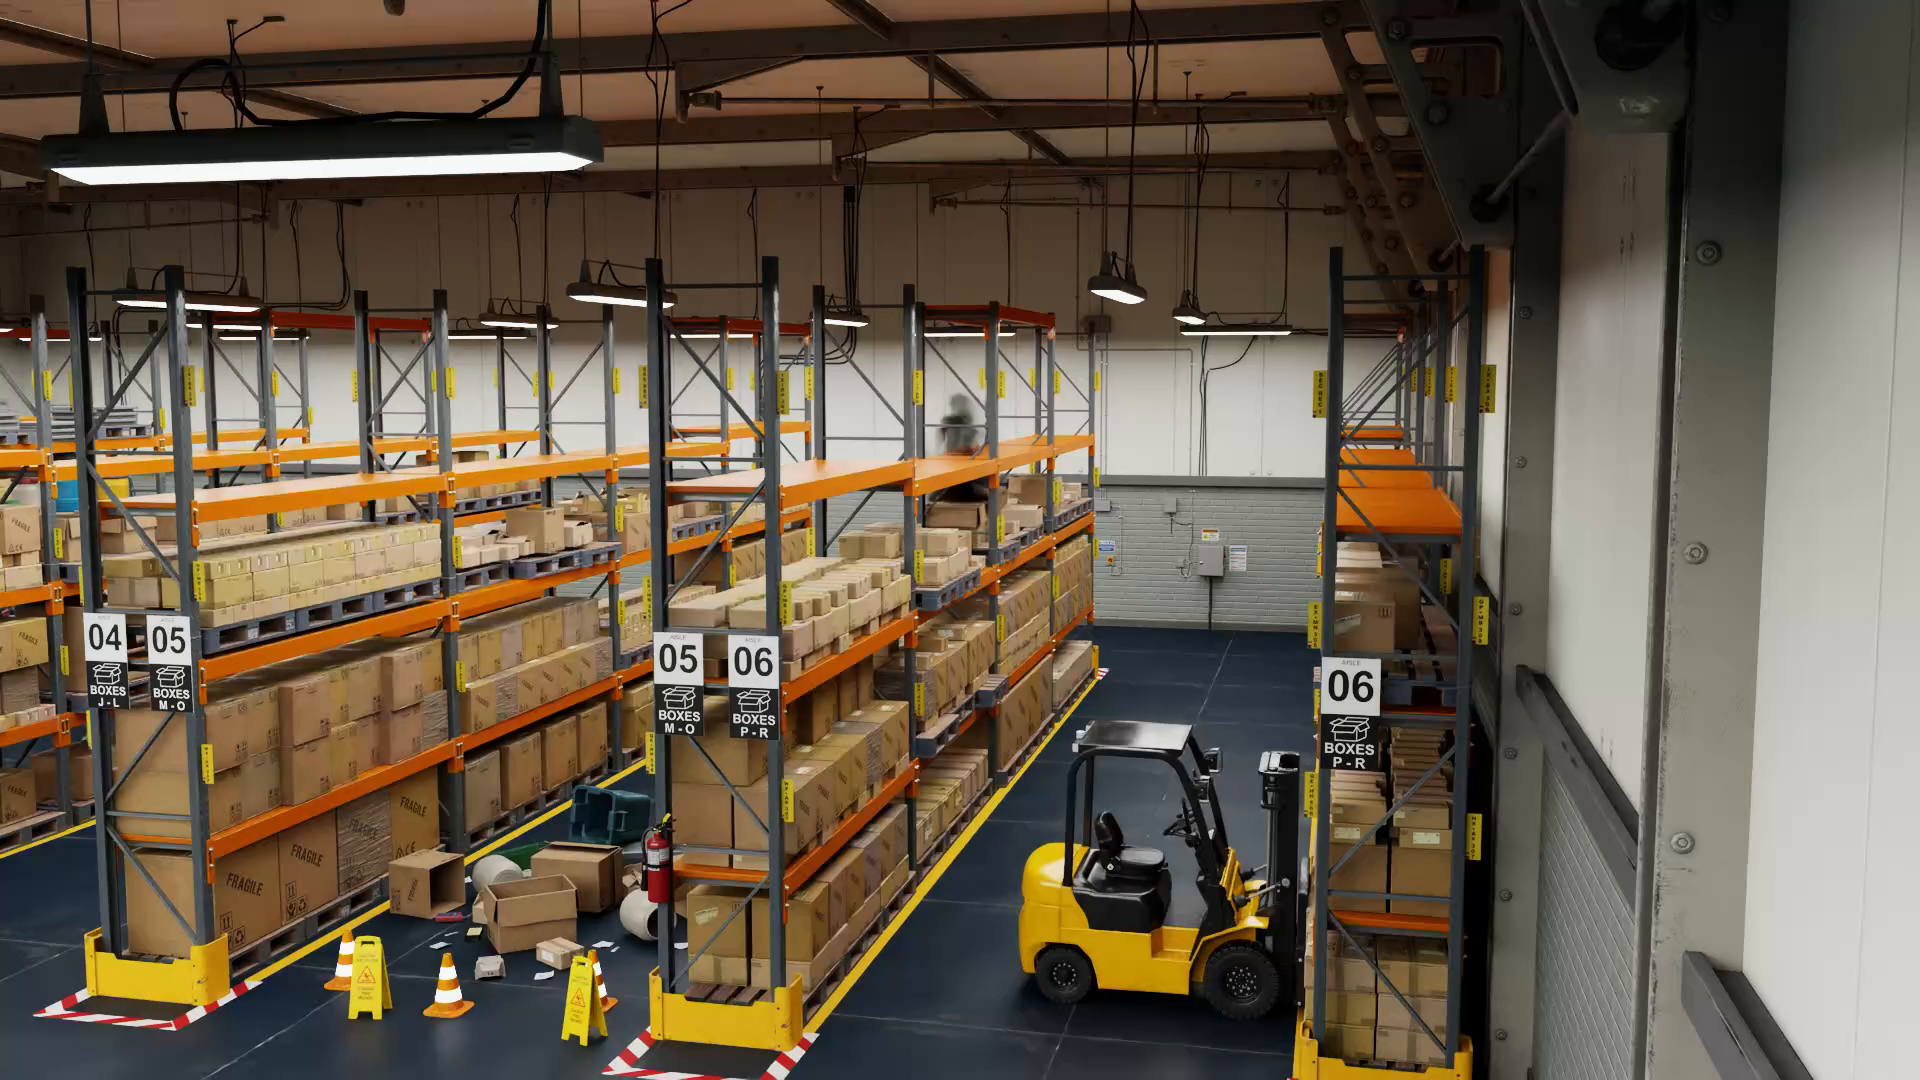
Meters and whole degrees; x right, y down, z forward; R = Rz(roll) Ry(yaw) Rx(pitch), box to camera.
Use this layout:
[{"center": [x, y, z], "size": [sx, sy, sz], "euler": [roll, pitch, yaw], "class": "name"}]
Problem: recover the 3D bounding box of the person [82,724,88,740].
[{"center": [-12.246, 1.955, 23.219], "size": [0.674, 1.721, 0.569], "euler": [1, 6, 10], "class": "person"}]
